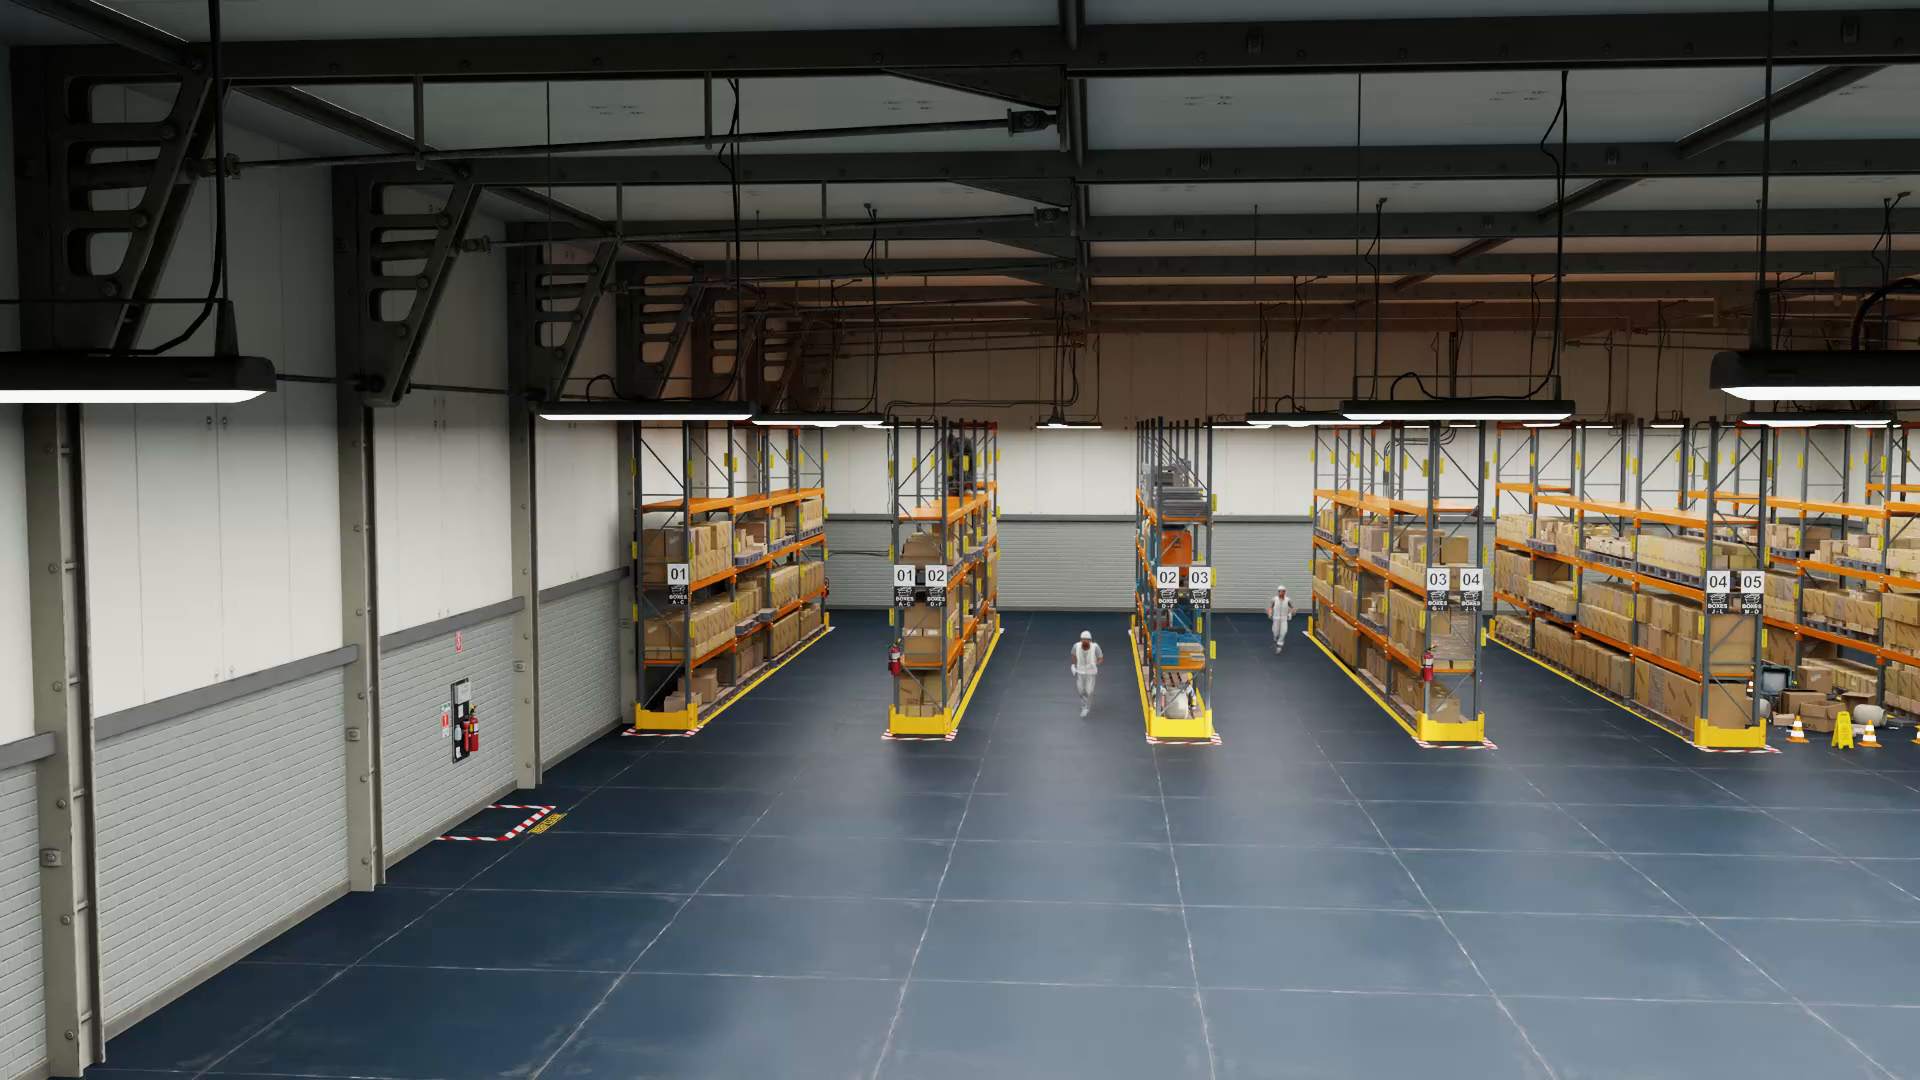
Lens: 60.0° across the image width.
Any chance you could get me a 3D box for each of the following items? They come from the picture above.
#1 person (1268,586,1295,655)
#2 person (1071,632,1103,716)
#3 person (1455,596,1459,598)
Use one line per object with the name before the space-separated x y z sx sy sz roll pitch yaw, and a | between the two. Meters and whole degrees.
person | 8.287 2.063 42.879 0.671 1.749 0.718 1 4 14
person | 2.539 2.683 33.360 0.656 1.715 0.662 1 4 8
person | 13.620 1.880 46.446 0.650 1.619 0.515 3 5 41
